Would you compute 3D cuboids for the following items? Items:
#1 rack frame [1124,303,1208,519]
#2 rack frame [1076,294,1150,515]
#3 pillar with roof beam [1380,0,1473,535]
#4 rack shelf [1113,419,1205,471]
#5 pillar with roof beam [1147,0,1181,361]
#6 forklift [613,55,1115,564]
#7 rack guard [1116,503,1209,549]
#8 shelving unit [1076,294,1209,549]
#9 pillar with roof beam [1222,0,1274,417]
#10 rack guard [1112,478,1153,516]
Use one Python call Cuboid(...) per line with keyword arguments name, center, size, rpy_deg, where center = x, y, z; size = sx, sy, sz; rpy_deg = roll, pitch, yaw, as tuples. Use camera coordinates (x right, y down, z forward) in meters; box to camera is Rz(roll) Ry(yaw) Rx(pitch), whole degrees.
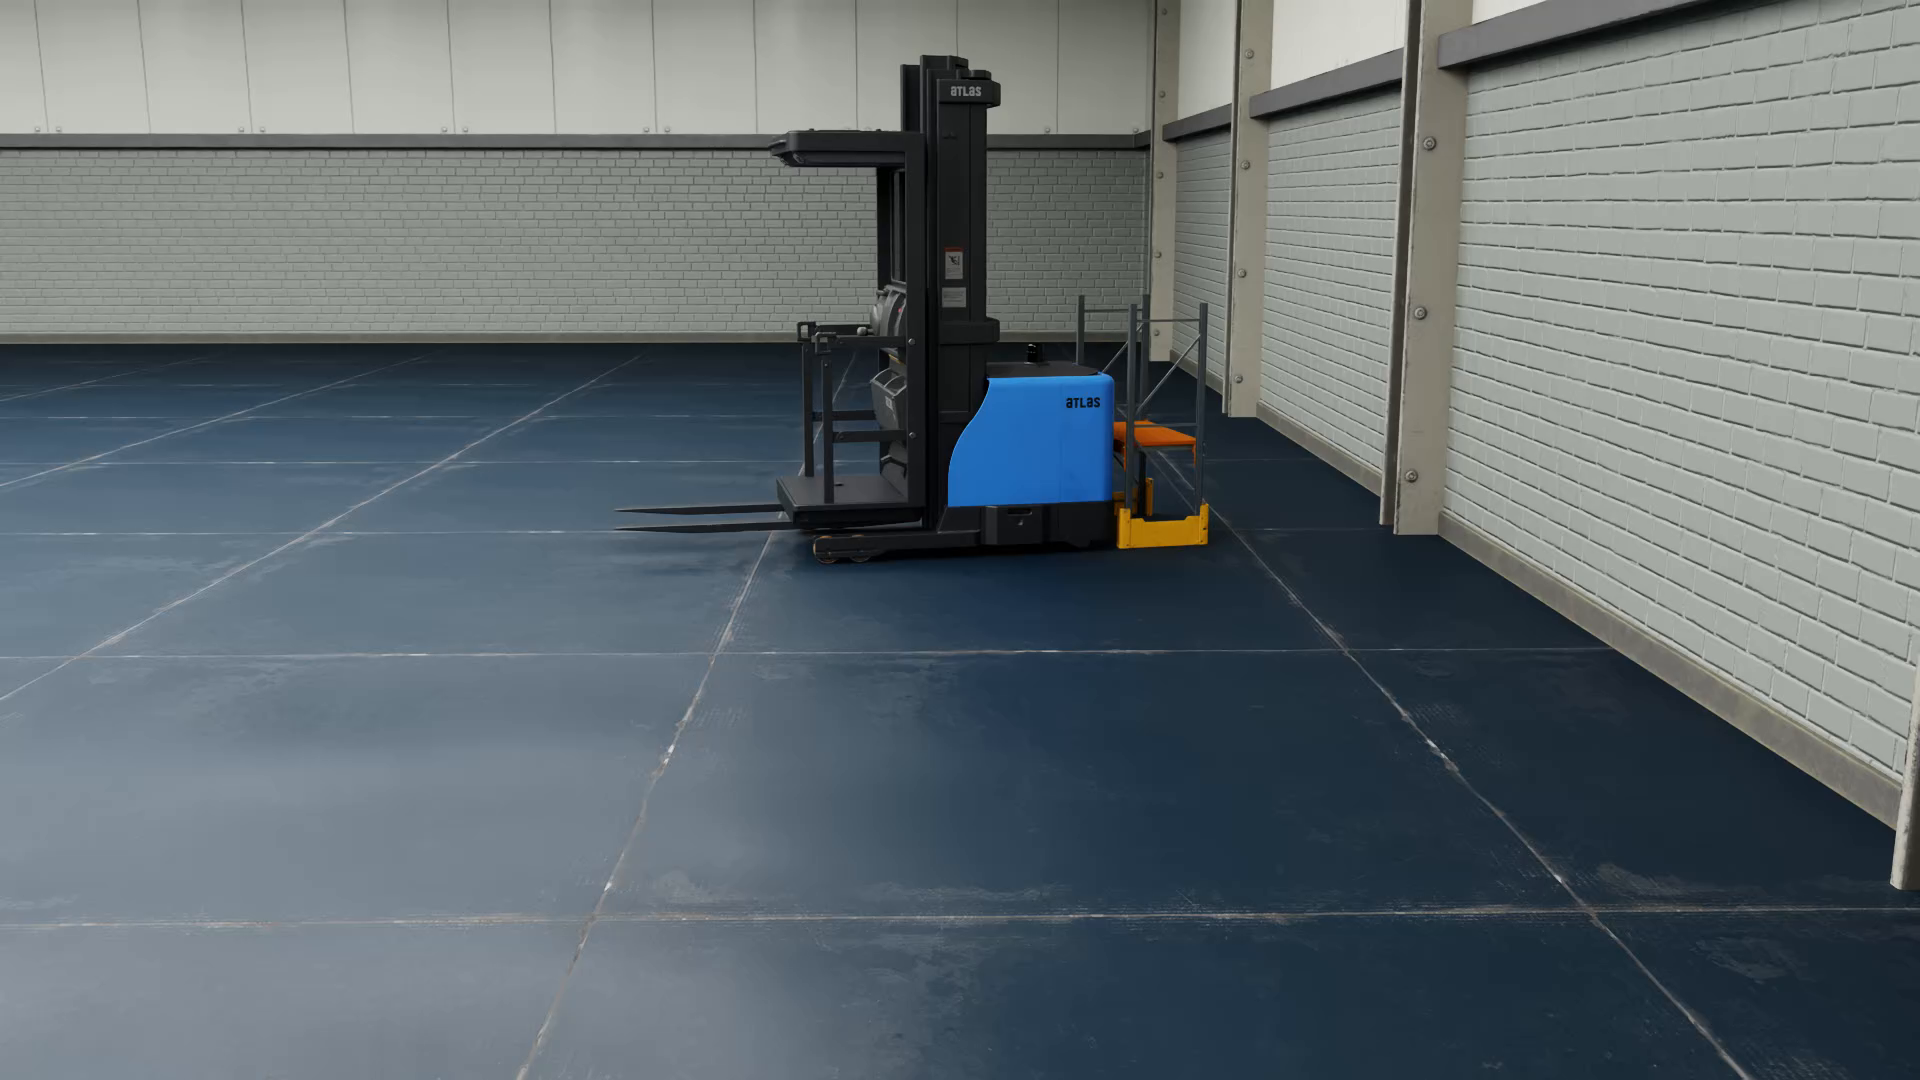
Cuboid(name="rack frame", center=(1.266, -0.703, 10.248), size=(0.500, 1.500, 0.032), rpy_deg=(-3, 12, -14))
Cuboid(name="rack frame", center=(1.022, -0.899, 11.215), size=(0.500, 1.500, 0.032), rpy_deg=(-3, 12, -14))
Cuboid(name="pillar with roof beam", center=(-1.342, -4.467, 9.947), size=(9.100, 9.000, 0.400), rpy_deg=(0, 11, -1))
Cuboid(name="rack shelf", center=(1.144, -0.624, 10.767), size=(0.538, 0.185, 1.000), rpy_deg=(-3, 12, -14))
Cuboid(name="pillar with roof beam", center=(-1.590, -6.853, 21.705), size=(9.100, 9.000, 0.400), rpy_deg=(0, 11, -1))
Cuboid(name="forklift", center=(-0.617, -1.411, 10.142), size=(3.031, 2.935, 1.130), rpy_deg=(-2, 12, -12))
Cuboid(name="rack guard", center=(1.265, -0.090, 10.373), size=(0.587, 0.250, 0.087), rpy_deg=(-3, 12, -14))
Cuboid(name="shelving unit", center=(1.146, -0.799, 10.723), size=(0.587, 1.500, 1.083), rpy_deg=(-3, 12, -14))
Cuboid(name="pillar with roof beam", center=(-1.466, -5.660, 15.826), size=(9.100, 9.000, 0.400), rpy_deg=(0, 11, -1))
Cuboid(name="rack guard", center=(1.026, -0.282, 11.321), size=(0.587, 0.250, 0.087), rpy_deg=(-3, 12, -14))
